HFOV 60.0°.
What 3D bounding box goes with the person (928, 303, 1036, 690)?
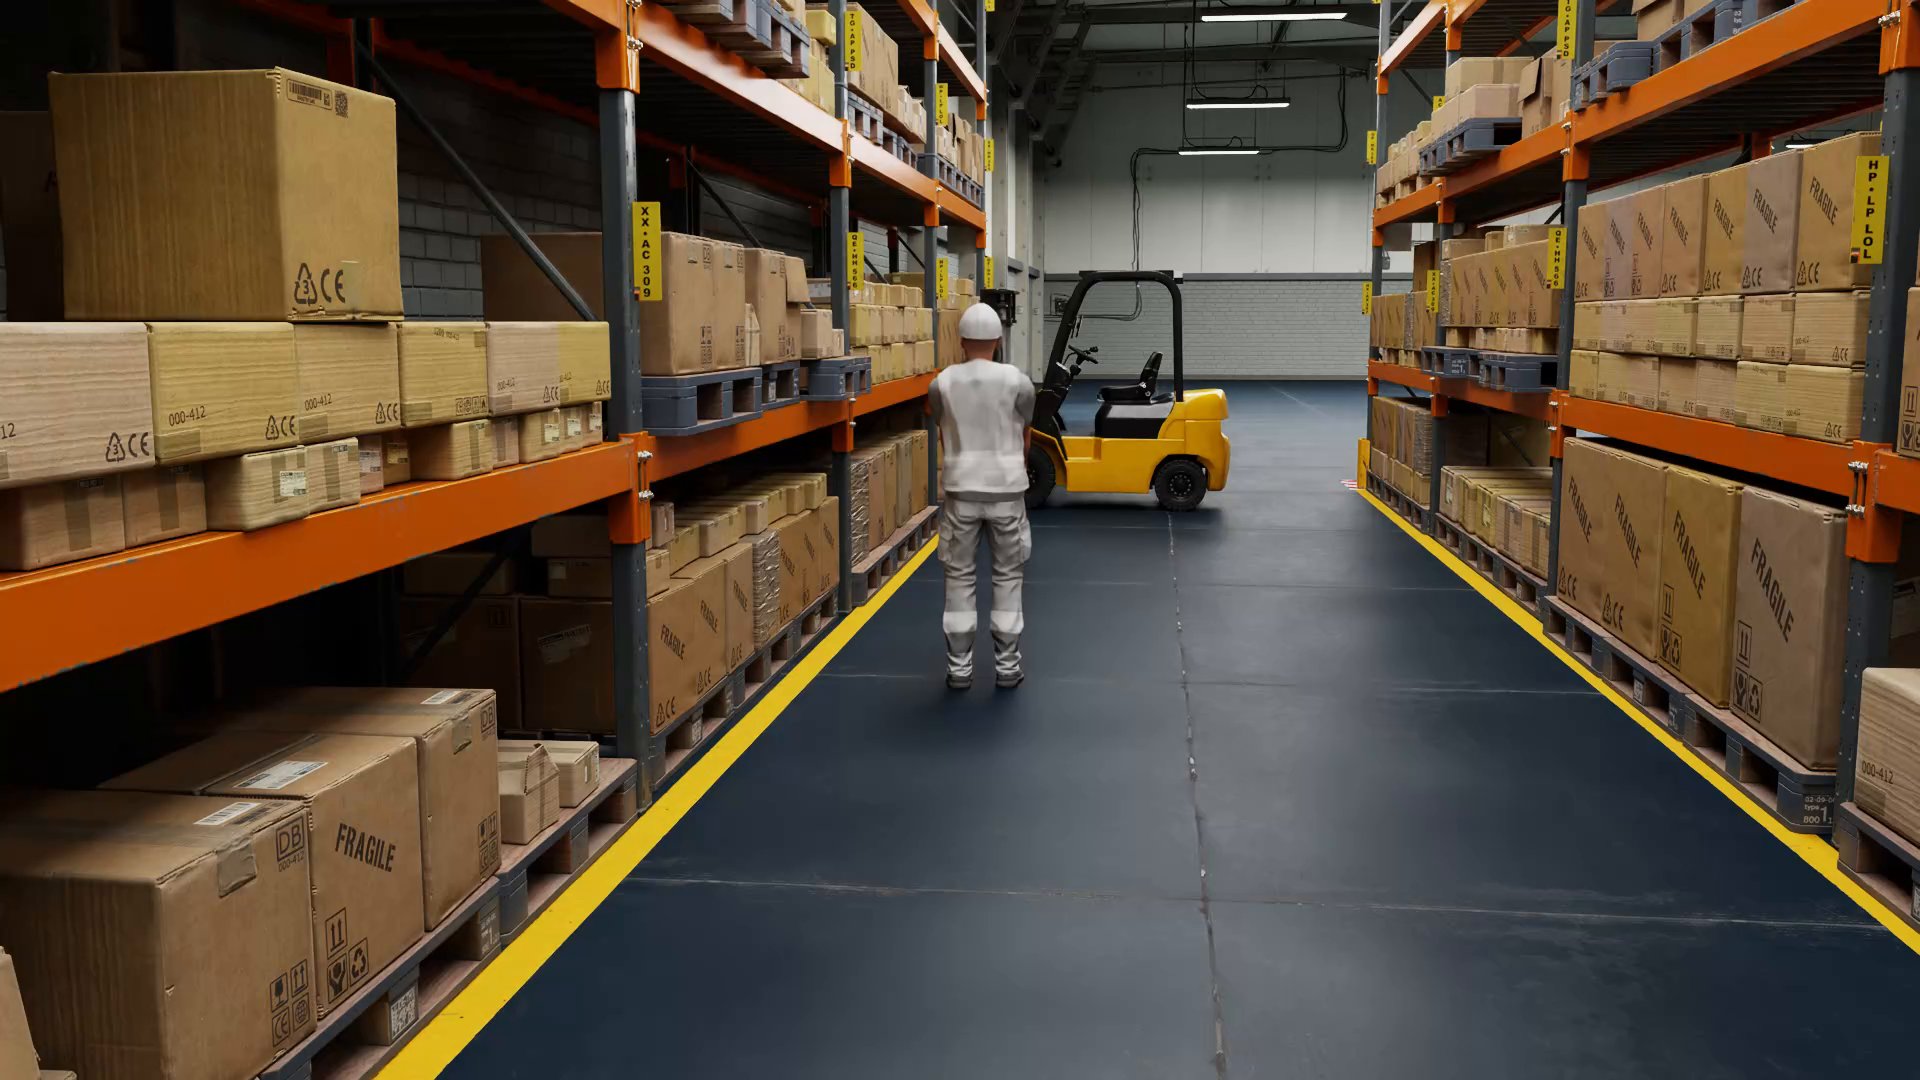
[{"bbox_3d":[0.111,-0.213,7.821,0.495,1.786,0.558,1,8,5],"label":"person"}]
